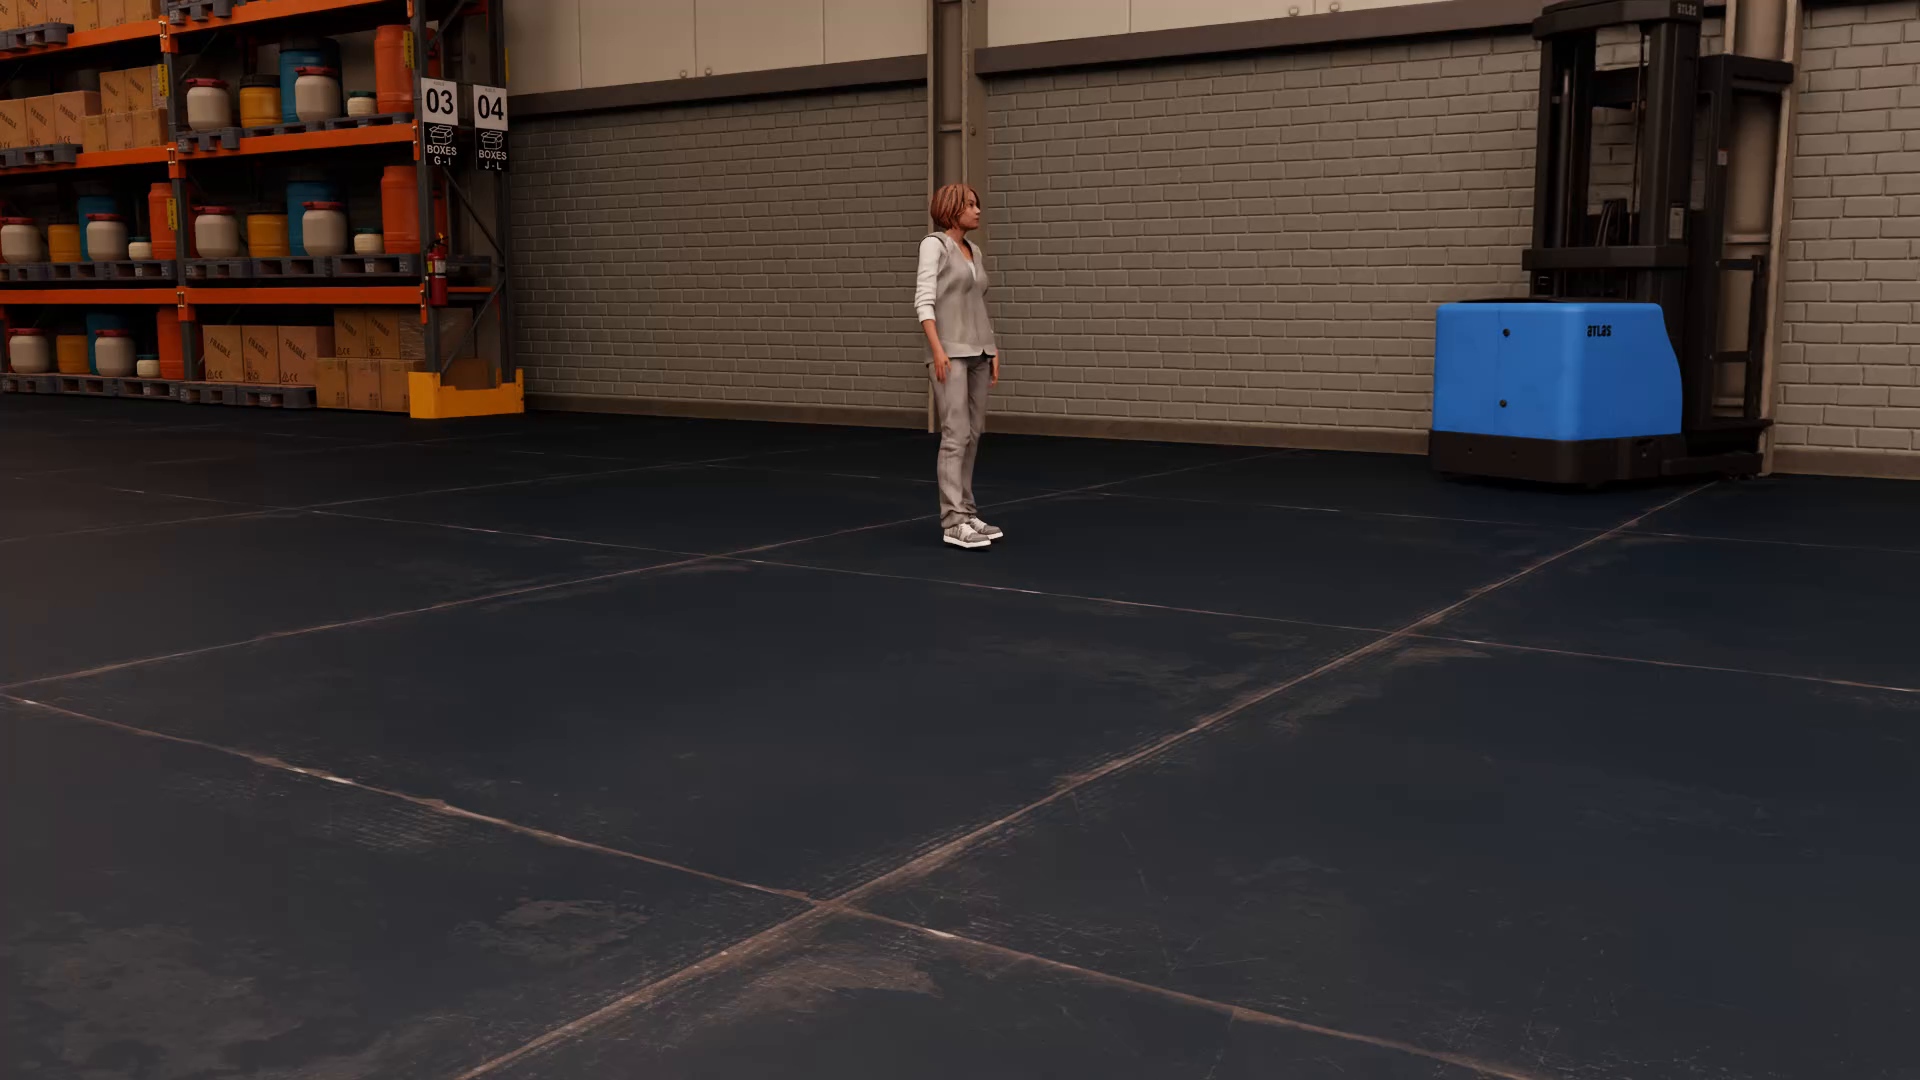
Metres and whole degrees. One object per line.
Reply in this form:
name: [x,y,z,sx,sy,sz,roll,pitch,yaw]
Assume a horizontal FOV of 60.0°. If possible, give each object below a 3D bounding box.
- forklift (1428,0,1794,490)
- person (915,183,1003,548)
forklift: [4.351,-1.868,10.332,3.031,2.935,1.130,-5,10,-33]
person: [0.054,-0.783,7.438,0.473,1.585,0.520,5,10,34]
